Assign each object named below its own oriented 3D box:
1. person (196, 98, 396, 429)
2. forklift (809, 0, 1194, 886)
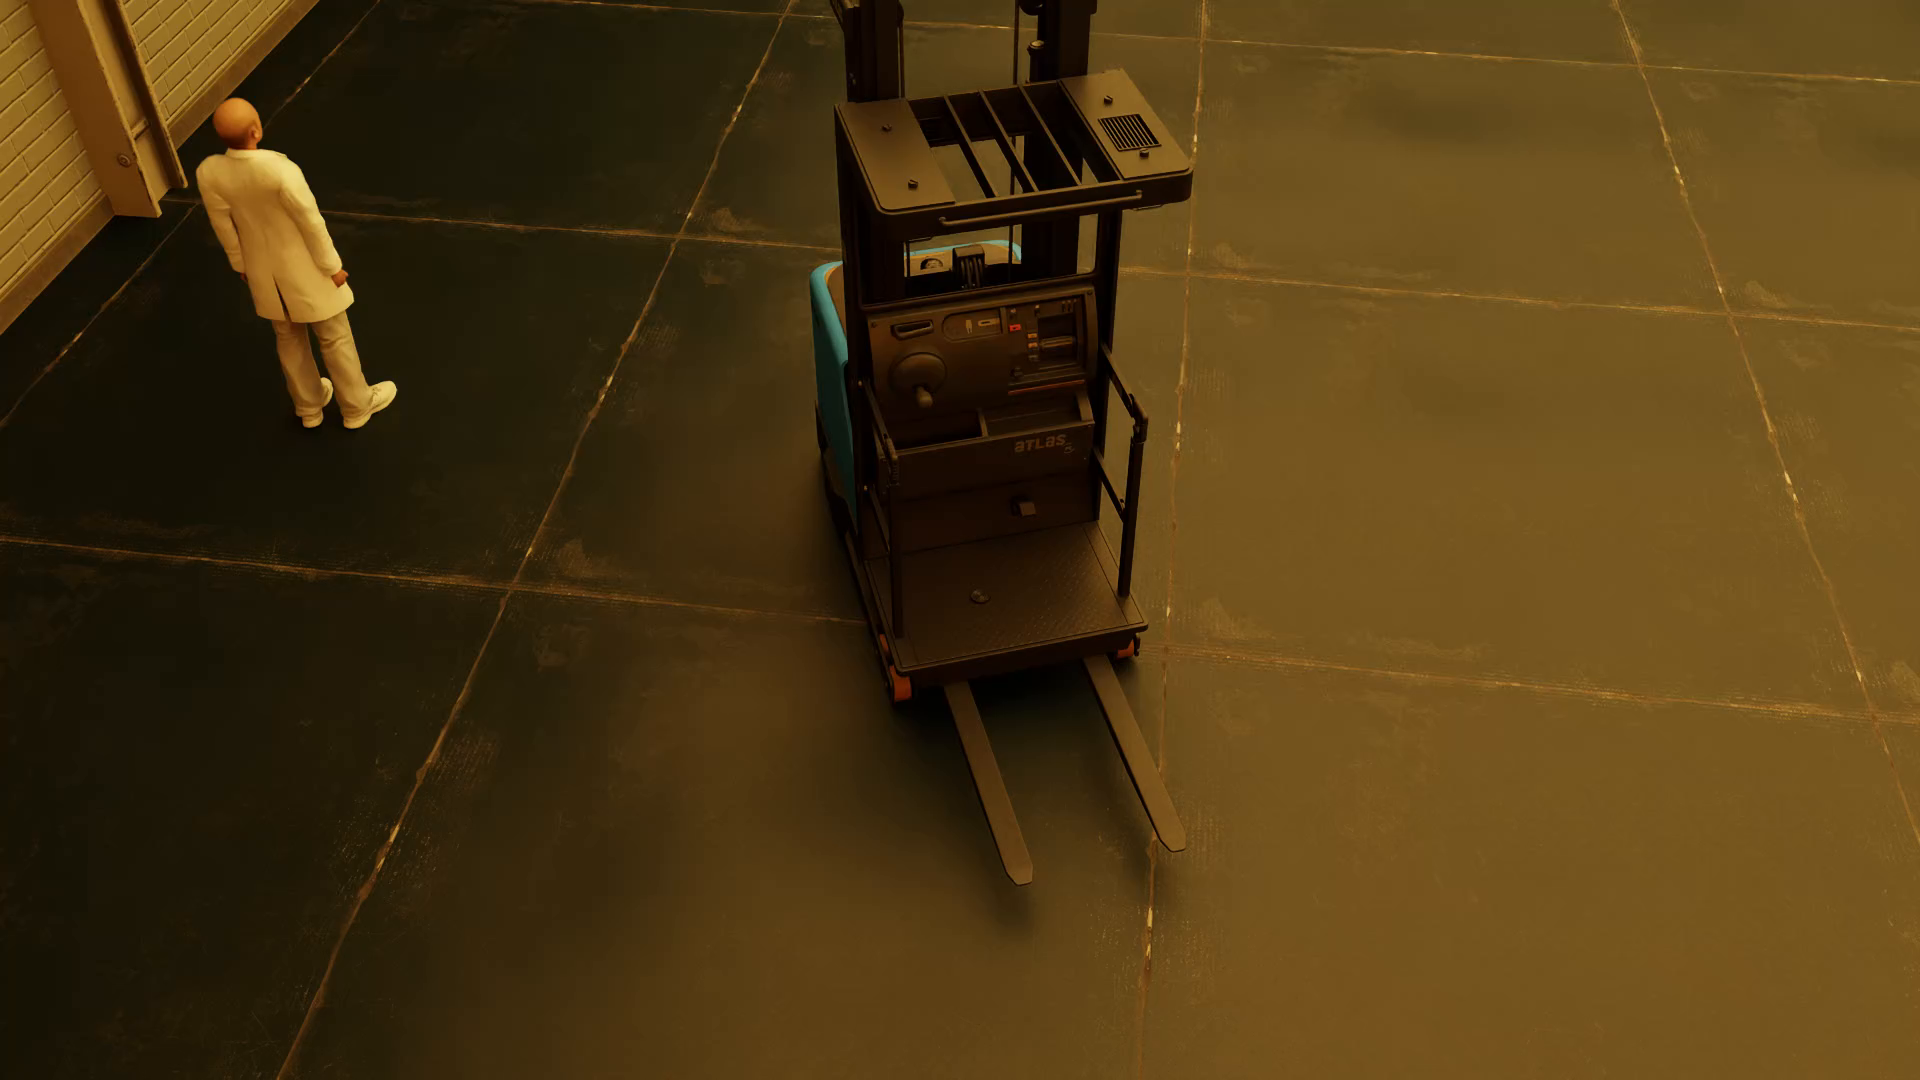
[{"bbox_3d":[-3.225,-1.337,8.029,0.551,1.782,0.392,5,43,5],"label":"person"},{"bbox_3d":[0.153,-0.681,6.465,1.130,2.935,3.031,-10,44,-11],"label":"forklift"}]
